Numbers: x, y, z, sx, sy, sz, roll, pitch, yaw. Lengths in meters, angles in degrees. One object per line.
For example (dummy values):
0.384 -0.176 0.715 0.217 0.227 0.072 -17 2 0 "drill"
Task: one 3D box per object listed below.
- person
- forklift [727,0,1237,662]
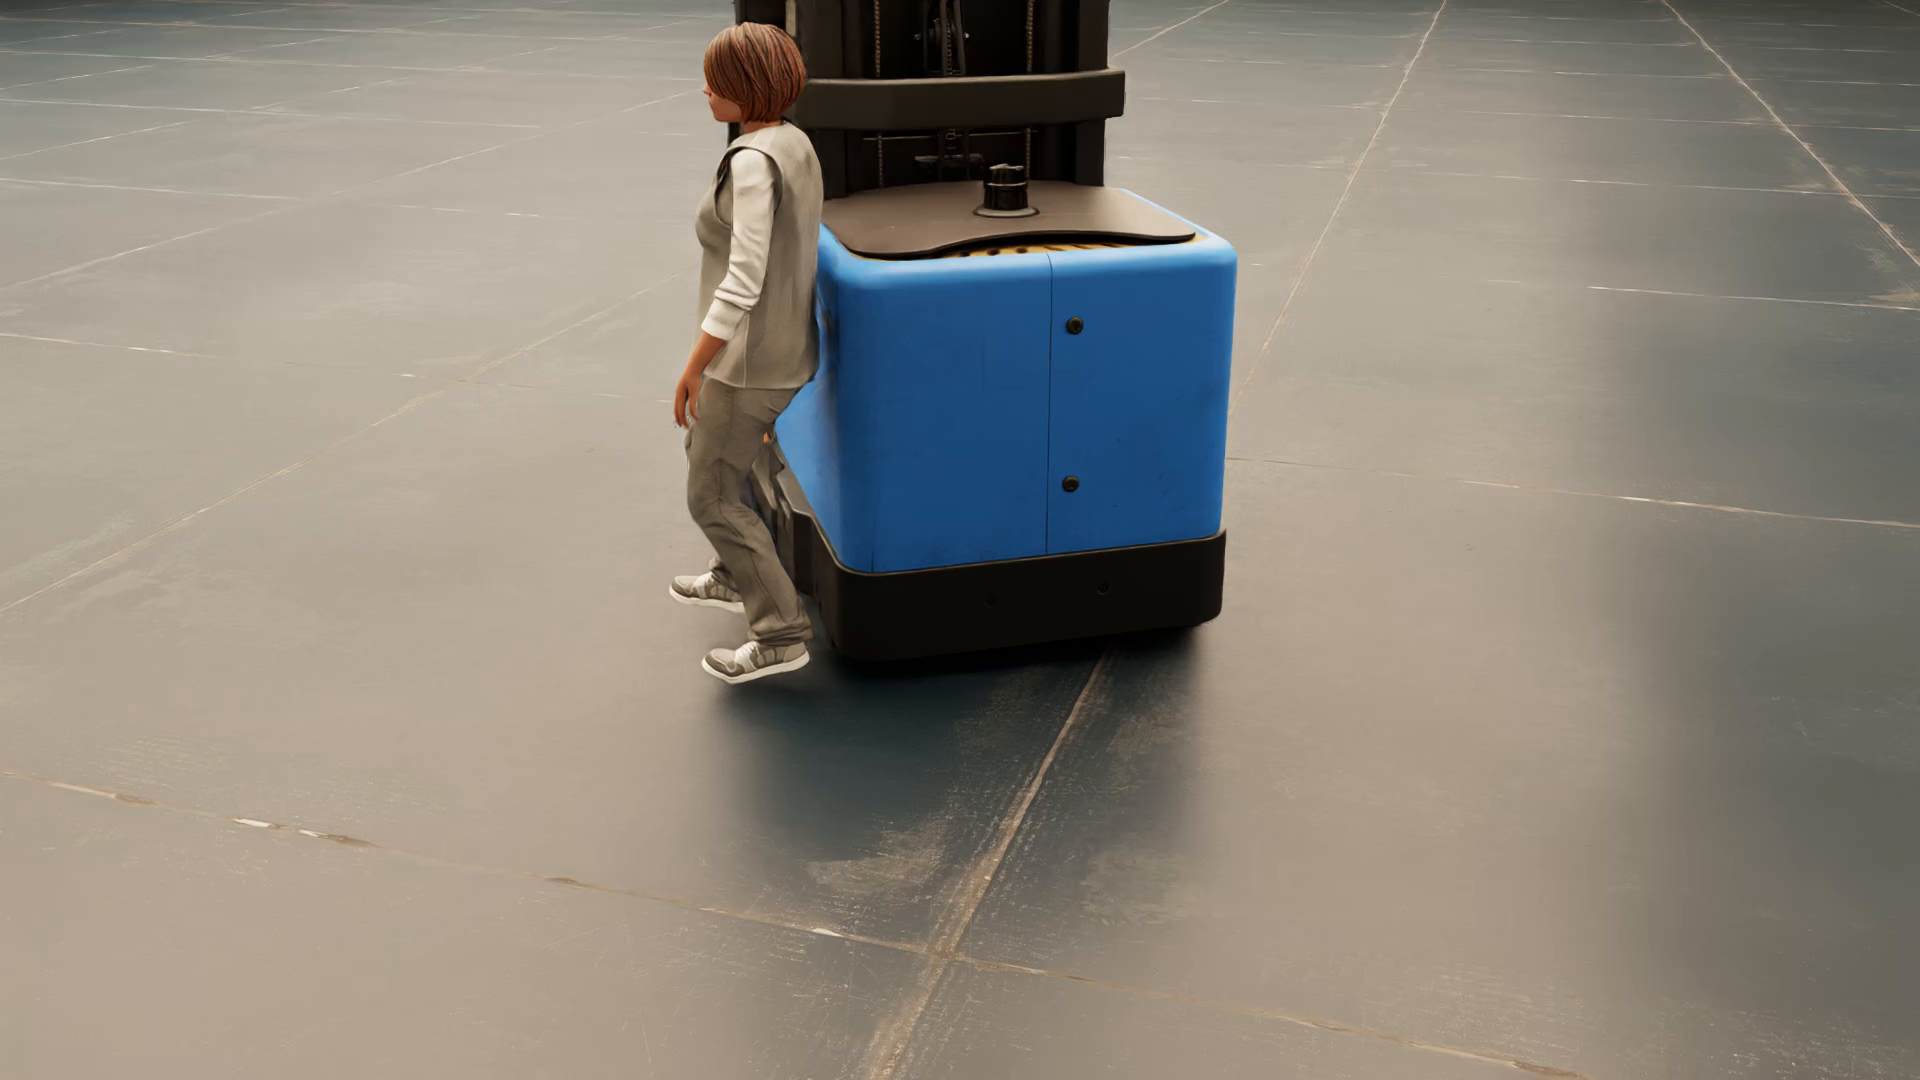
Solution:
-0.585 -0.431 4.026 0.510 1.575 0.561 4 23 10 "person"
-0.180 -1.581 5.109 1.130 2.935 3.031 -6 23 -14 "forklift"
